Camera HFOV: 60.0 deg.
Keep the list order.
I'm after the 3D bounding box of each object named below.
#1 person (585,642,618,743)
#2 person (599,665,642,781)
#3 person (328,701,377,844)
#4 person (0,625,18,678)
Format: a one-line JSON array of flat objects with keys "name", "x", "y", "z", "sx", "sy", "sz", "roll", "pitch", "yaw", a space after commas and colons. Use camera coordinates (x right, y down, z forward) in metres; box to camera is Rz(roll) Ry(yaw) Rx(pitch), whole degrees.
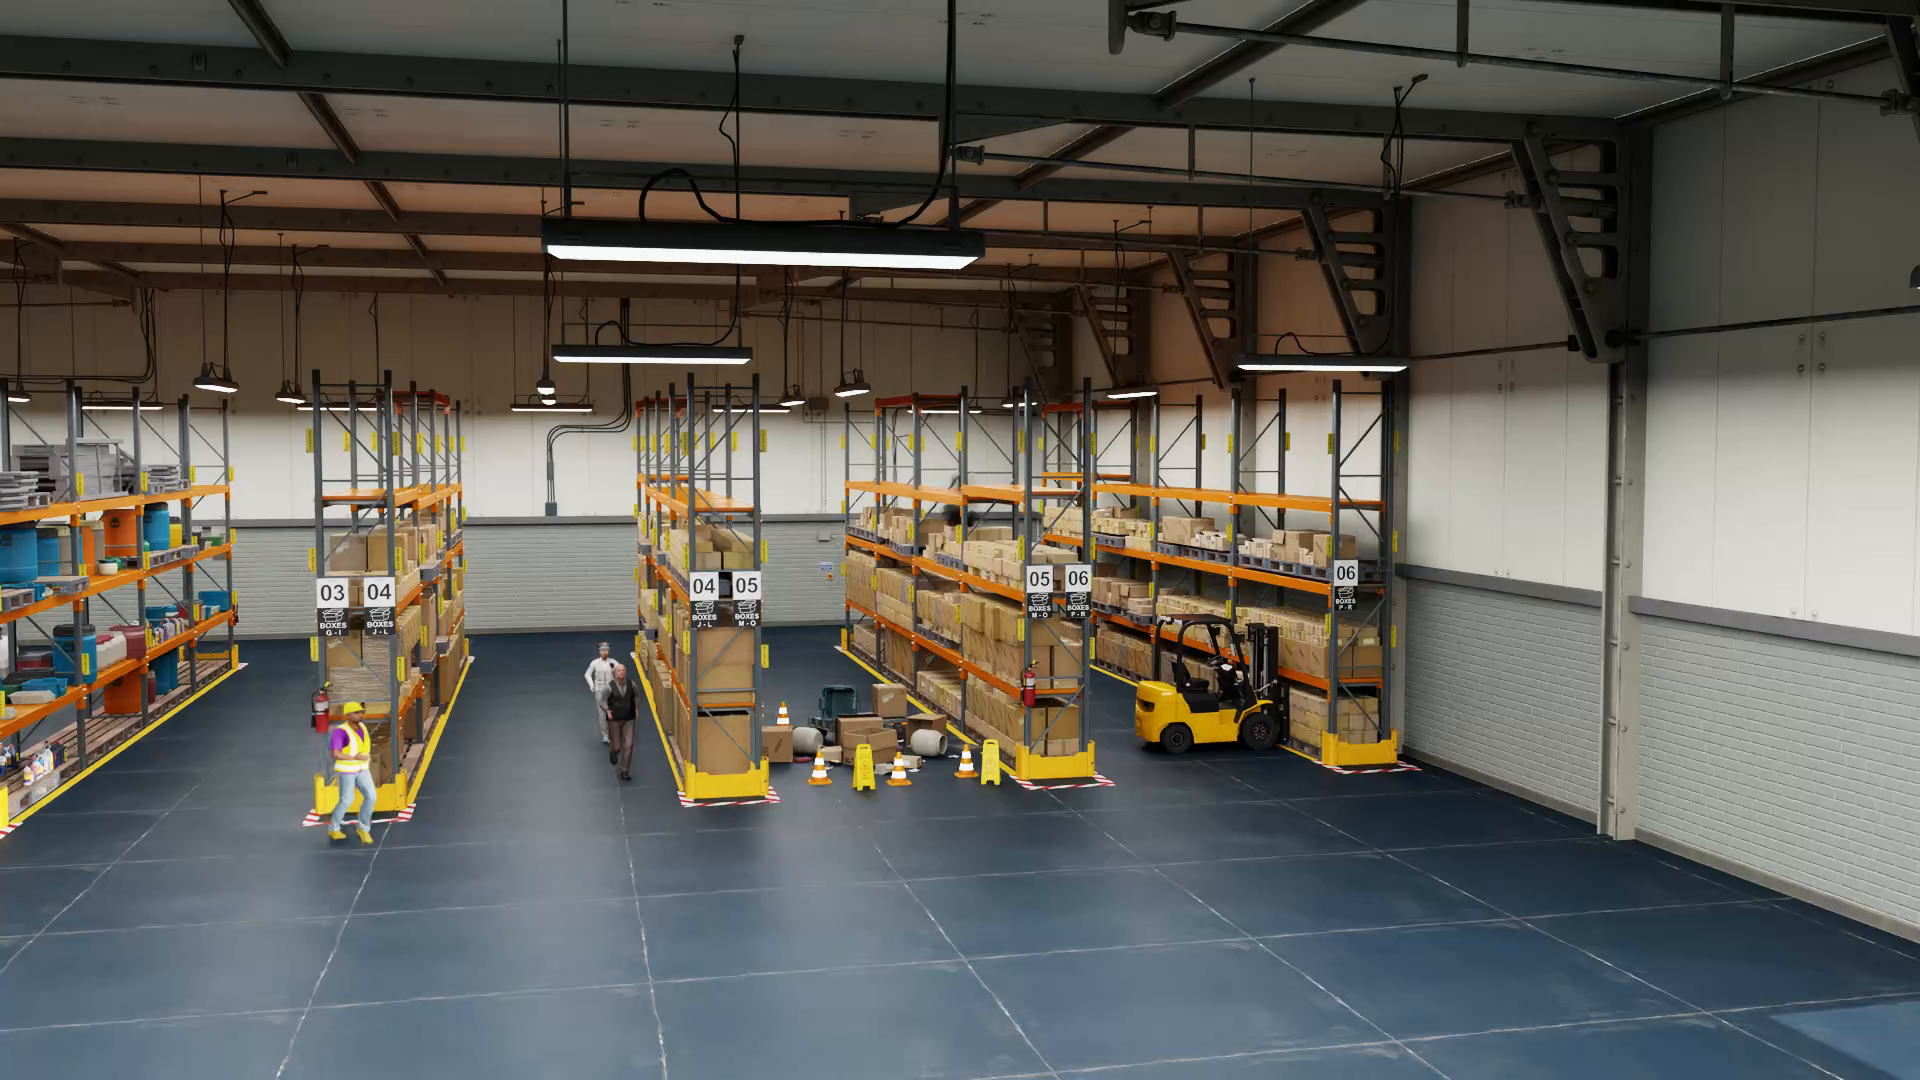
[{"name": "person", "x": -6.010, "y": 2.547, "z": 28.095, "sx": 0.625, "sy": 1.660, "sz": 0.748, "roll": -1, "pitch": 3, "yaw": -19}, {"name": "person", "x": -5.099, "y": 2.722, "z": 25.047, "sx": 0.661, "sy": 1.708, "sz": 0.792, "roll": -1, "pitch": 4, "yaw": -21}, {"name": "person", "x": -7.595, "y": 2.936, "z": 20.858, "sx": 0.737, "sy": 1.838, "sz": 0.722, "roll": 2, "pitch": 4, "yaw": 25}, {"name": "person", "x": -17.776, "y": 2.363, "z": 30.696, "sx": 0.668, "sy": 1.732, "sz": 0.569, "roll": -2, "pitch": 4, "yaw": -24}]
